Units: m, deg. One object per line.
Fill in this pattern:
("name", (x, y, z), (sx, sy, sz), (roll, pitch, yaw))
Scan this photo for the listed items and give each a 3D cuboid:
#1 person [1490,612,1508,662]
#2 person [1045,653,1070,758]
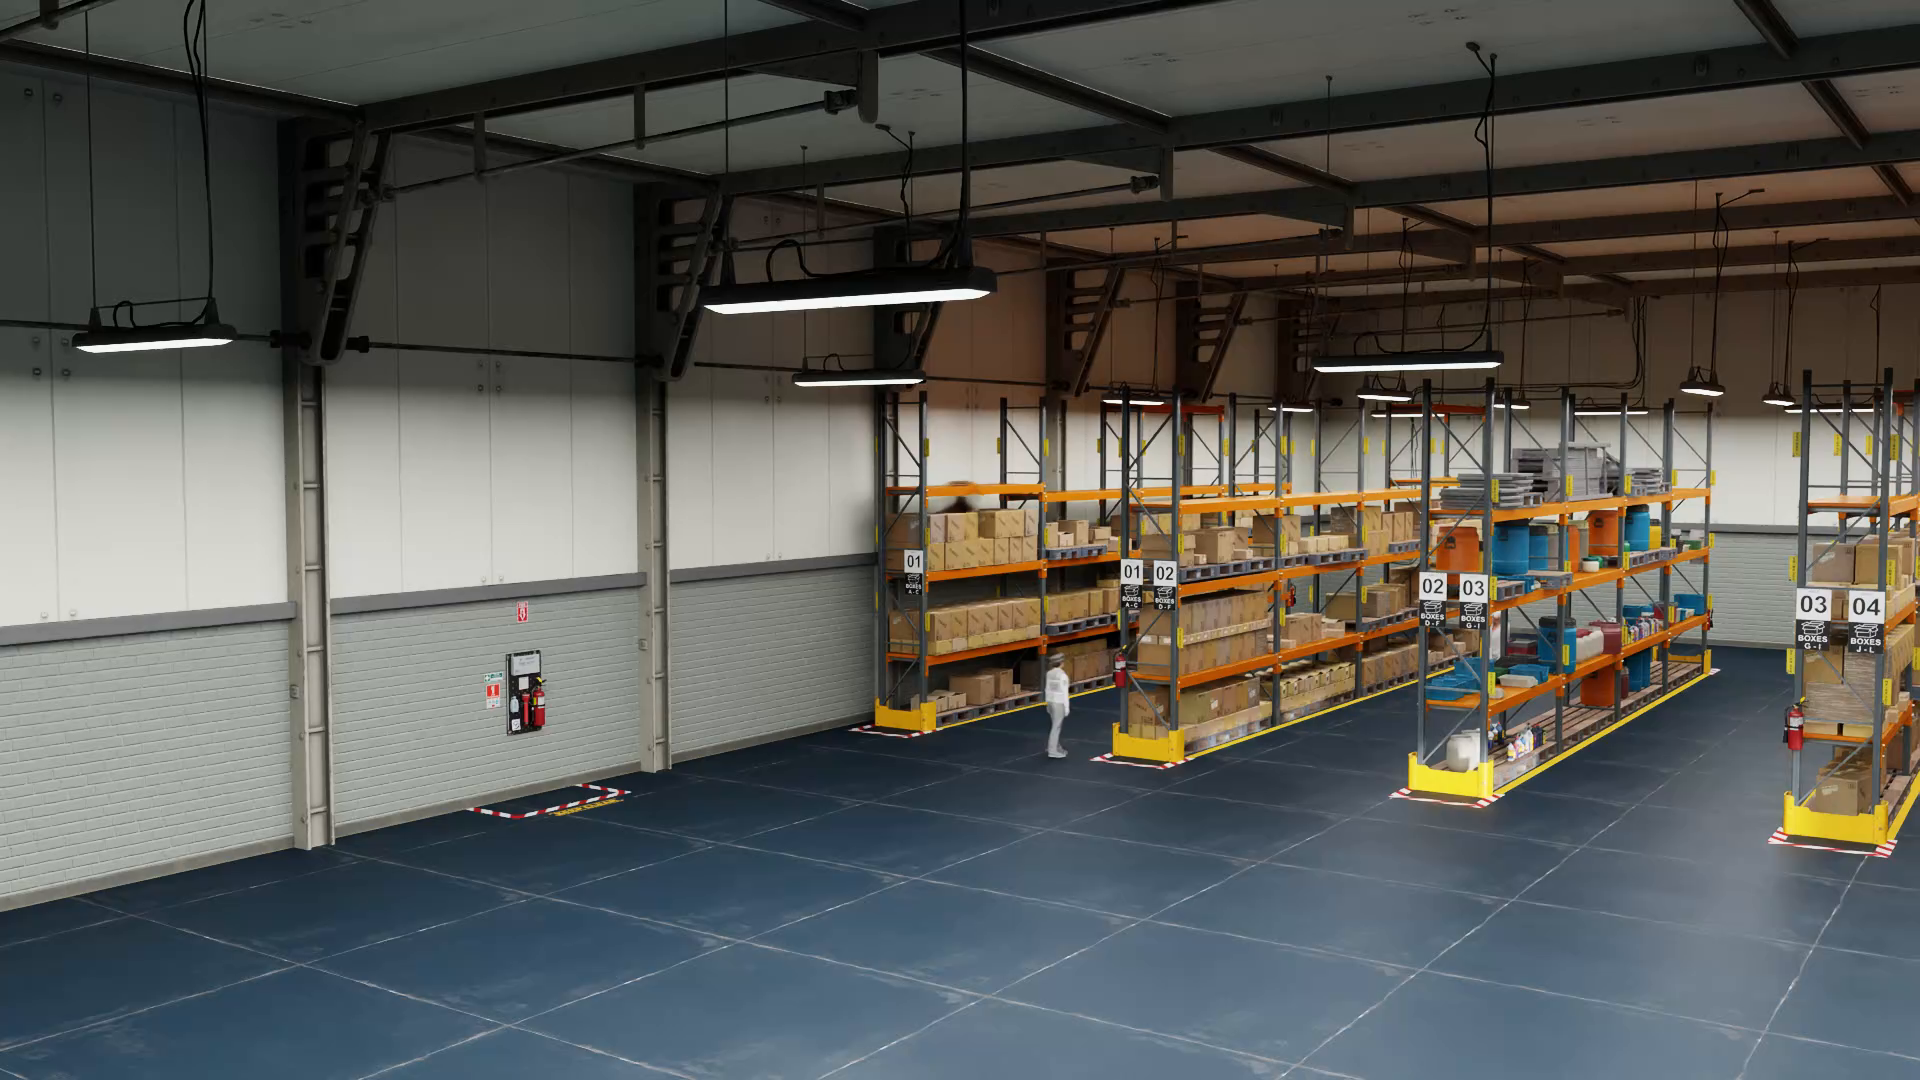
("person", (10.567, 2.286, 32.912), (0.515, 1.736, 1.051), (2, 4, 33))
("person", (1.635, 2.684, 26.980), (0.523, 1.673, 0.565), (-2, 4, -28))
